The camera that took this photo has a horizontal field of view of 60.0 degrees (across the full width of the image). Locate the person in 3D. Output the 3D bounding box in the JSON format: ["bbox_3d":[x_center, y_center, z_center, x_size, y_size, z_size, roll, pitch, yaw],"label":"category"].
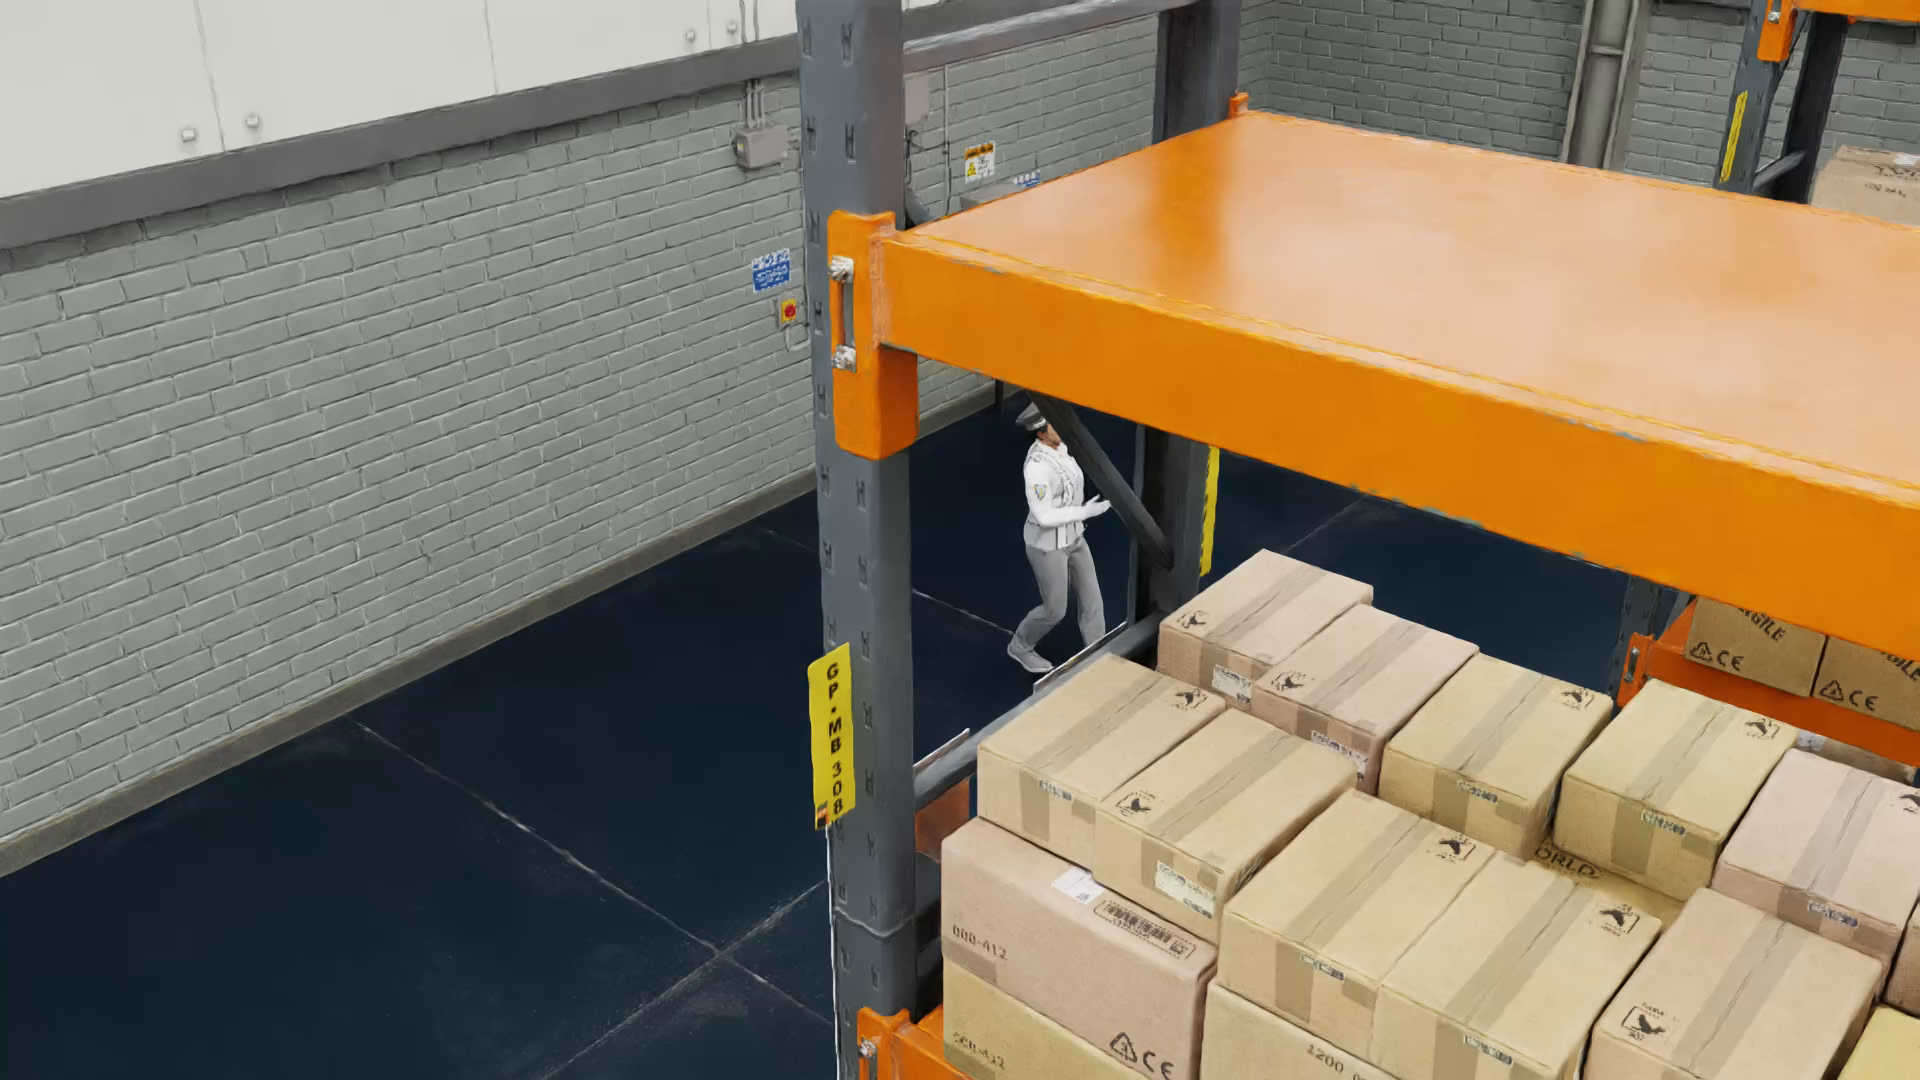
[{"bbox_3d":[0.603,0.024,8.955,0.802,1.686,0.574,14,31,25],"label":"person"}]
